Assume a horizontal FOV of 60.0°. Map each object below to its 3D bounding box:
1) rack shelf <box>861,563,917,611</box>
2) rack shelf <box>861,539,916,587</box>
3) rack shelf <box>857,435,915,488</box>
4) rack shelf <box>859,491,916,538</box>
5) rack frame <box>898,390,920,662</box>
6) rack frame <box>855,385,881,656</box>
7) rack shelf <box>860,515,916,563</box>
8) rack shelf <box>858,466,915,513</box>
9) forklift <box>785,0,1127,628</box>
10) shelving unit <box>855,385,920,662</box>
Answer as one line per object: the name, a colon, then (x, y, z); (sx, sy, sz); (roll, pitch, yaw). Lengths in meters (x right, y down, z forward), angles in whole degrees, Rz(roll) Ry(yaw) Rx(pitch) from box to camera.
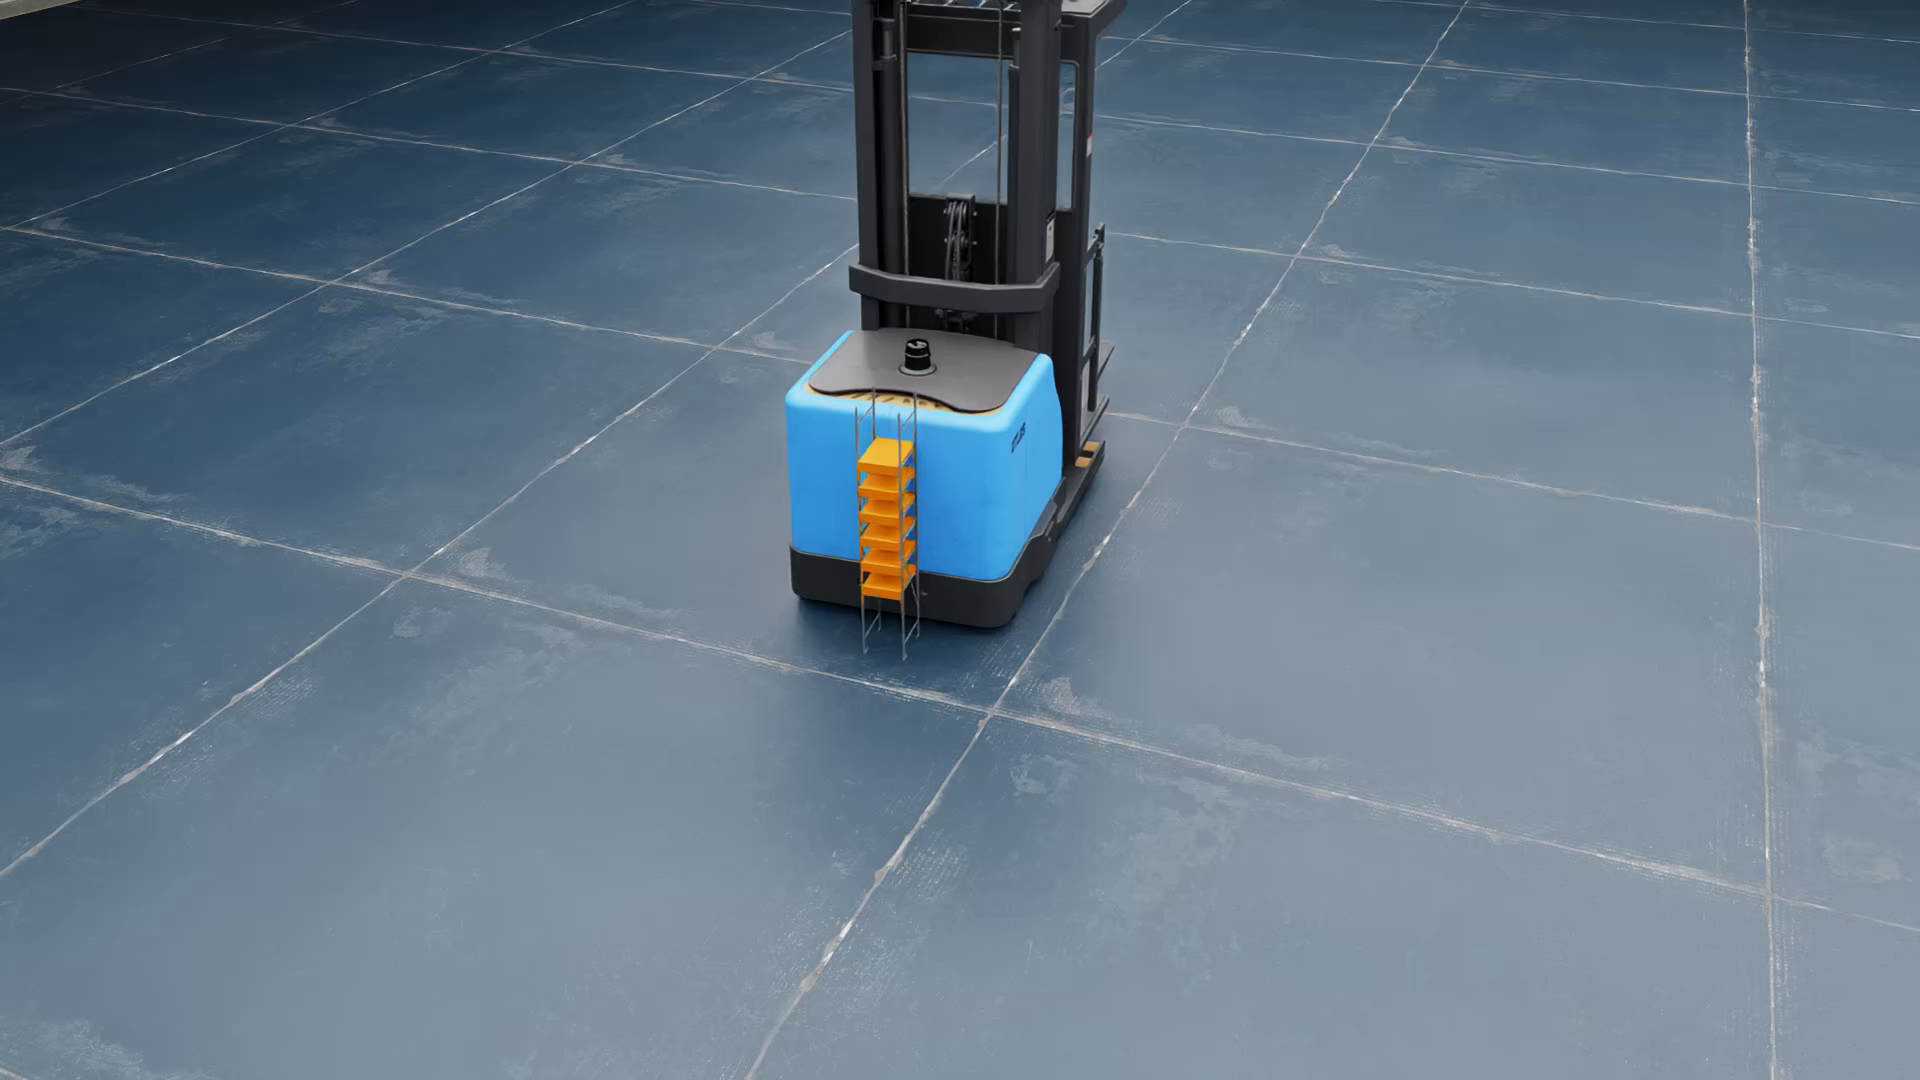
rack shelf: (-0.305, 0.192, 7.270); (0.180, 0.103, 0.258); (8, 30, 14)
rack shelf: (-0.305, 0.087, 7.211); (0.180, 0.103, 0.258); (8, 30, 14)
rack shelf: (-0.305, -0.331, 6.974); (0.180, 0.103, 0.258); (8, 30, 14)
rack shelf: (-0.305, -0.122, 7.092); (0.180, 0.103, 0.258); (8, 30, 14)
rack frame: (-0.216, -0.044, 7.108); (0.006, 1.200, 0.240); (8, 30, 14)
rack frame: (-0.393, -0.068, 7.151); (0.006, 1.200, 0.240); (8, 30, 14)
rack shelf: (-0.305, -0.017, 7.151); (0.180, 0.103, 0.258); (8, 30, 14)
rack shelf: (-0.305, -0.226, 7.033); (0.180, 0.103, 0.258); (8, 30, 14)
forklift: (0.143, -1.596, 8.095); (1.130, 2.935, 3.031); (9, 31, 15)
shelving unit: (-0.305, -0.056, 7.130); (0.189, 1.200, 0.258); (8, 30, 14)
